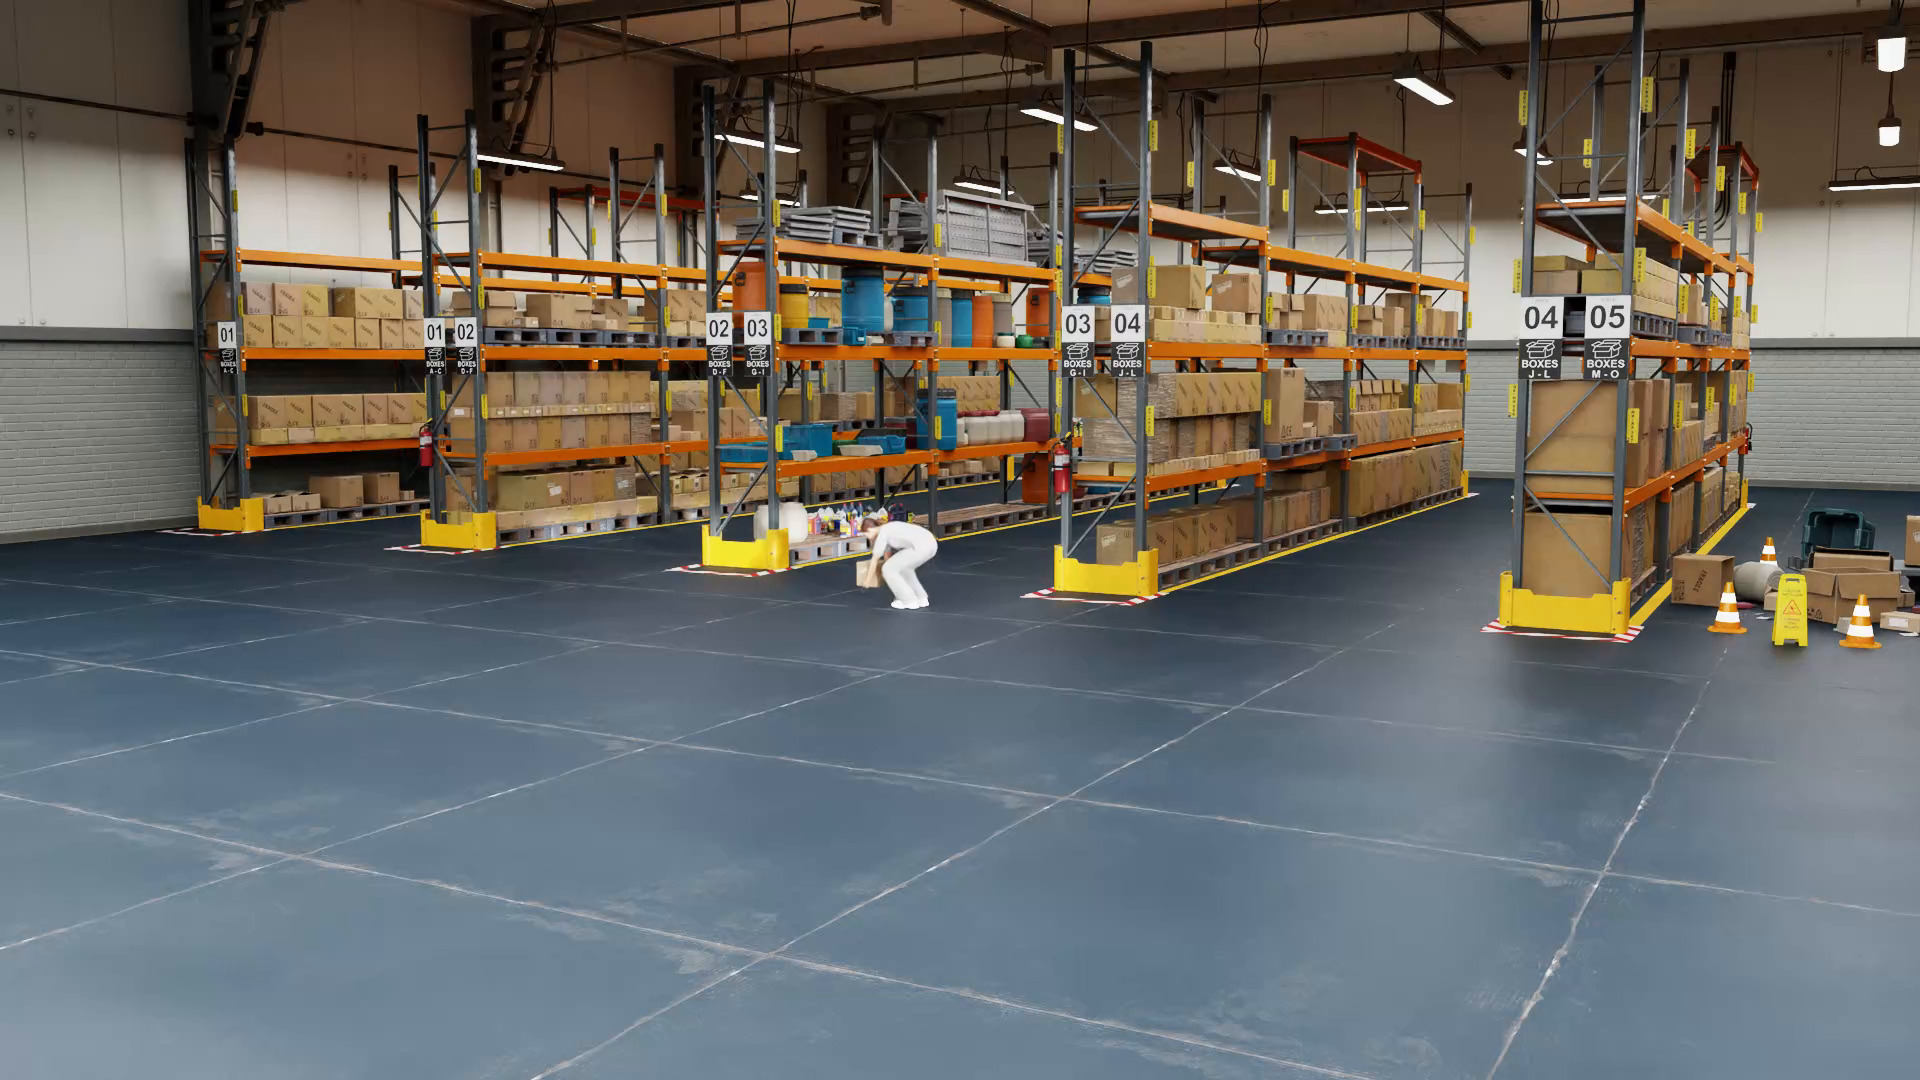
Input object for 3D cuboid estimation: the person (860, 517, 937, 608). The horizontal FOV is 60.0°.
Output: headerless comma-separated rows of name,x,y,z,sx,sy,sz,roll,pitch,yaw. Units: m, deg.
person,-0.660,0.228,17.612,0.857,0.956,0.476,3,7,26
